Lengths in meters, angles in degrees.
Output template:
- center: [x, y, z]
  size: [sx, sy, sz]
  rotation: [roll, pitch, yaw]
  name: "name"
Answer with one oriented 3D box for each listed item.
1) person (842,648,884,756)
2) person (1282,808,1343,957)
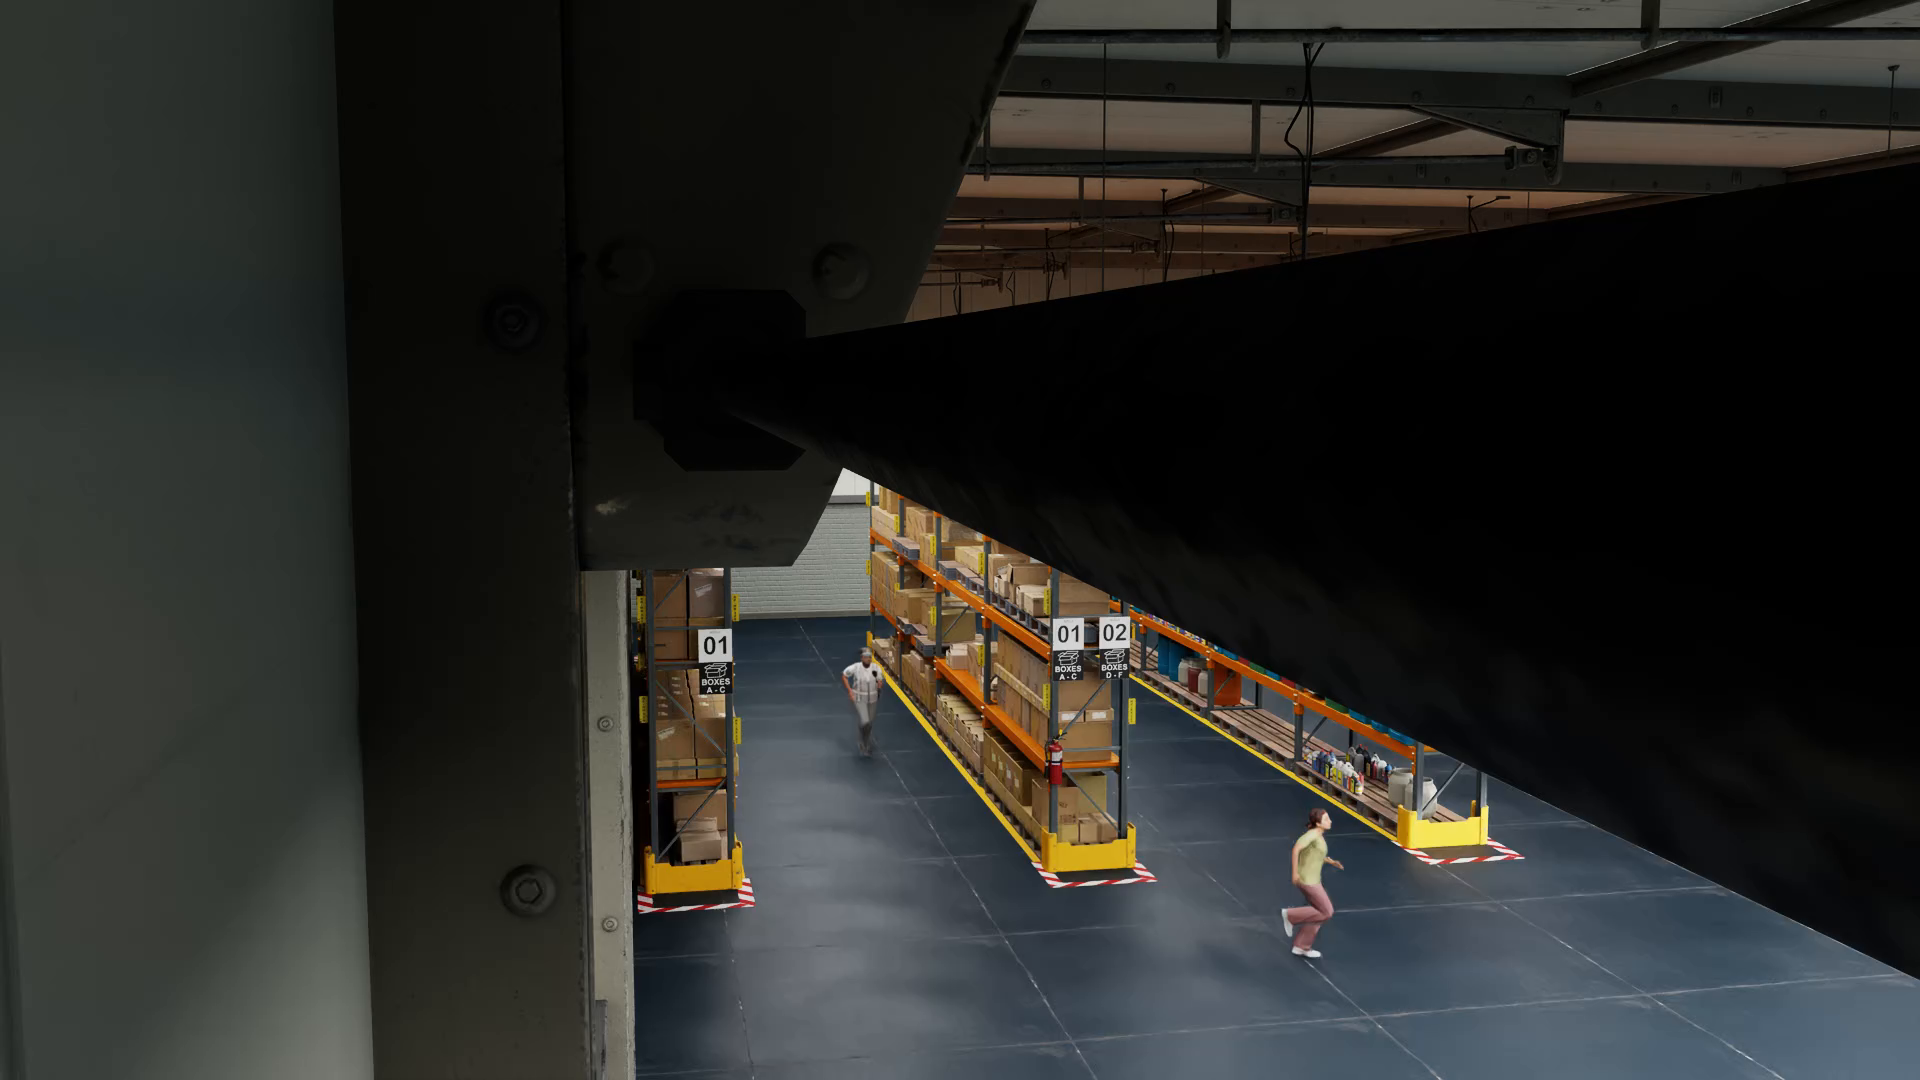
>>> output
- center: [-1.550, 2.646, 27.137]
  size: [0.660, 1.824, 0.810]
  rotation: [-2, 6, -22]
  name: "person"
- center: [3.786, 3.682, 17.865]
  size: [0.626, 1.613, 0.620]
  rotation: [2, 6, 22]
  name: "person"
